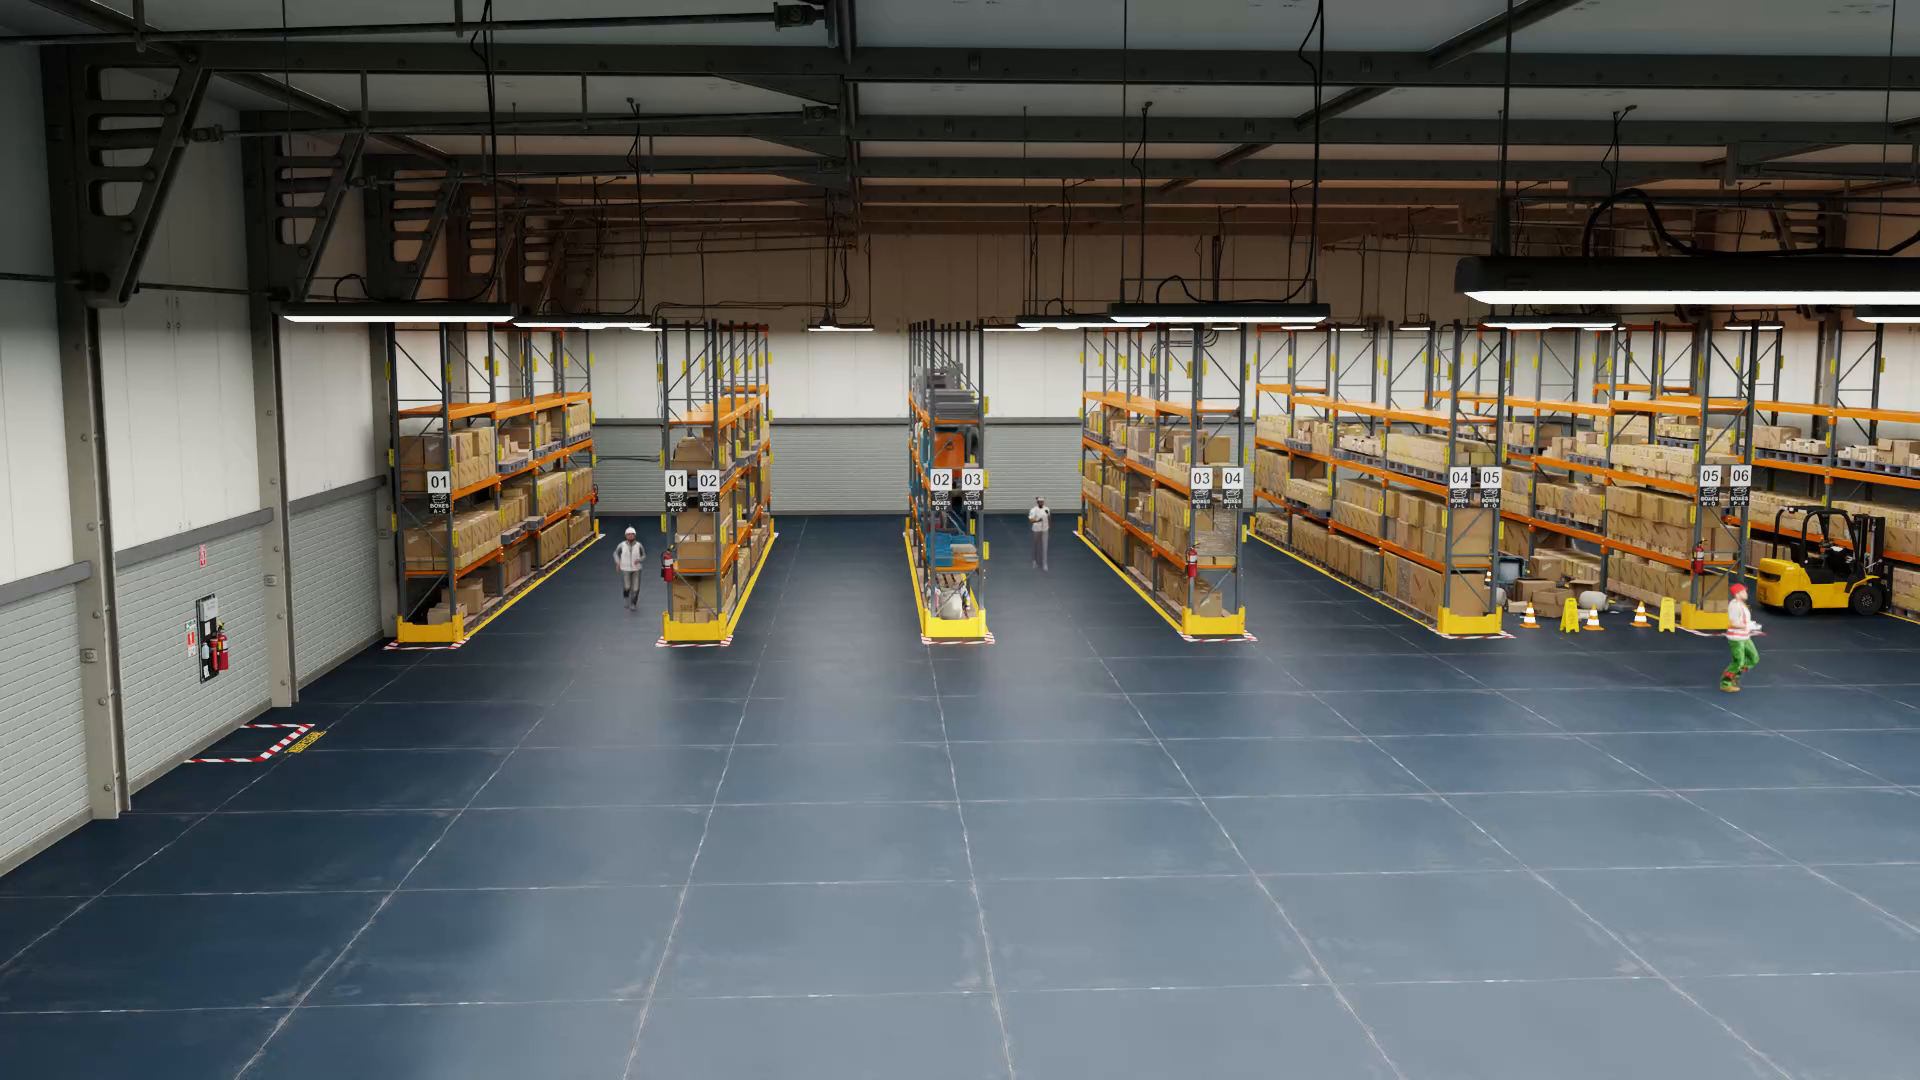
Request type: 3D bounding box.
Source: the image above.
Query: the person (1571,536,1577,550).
[{"bbox_3d":[15.565,-0.358,42.481,0.664,1.707,0.518,-1,7,-7],"label":"person"}]

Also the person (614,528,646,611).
[{"bbox_3d":[-6.806,0.615,34.375,0.651,1.730,0.590,-2,7,-15],"label":"person"}]

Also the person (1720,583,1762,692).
[{"bbox_3d":[12.485,1.573,26.514,0.612,1.759,0.639,6,9,40],"label":"person"}]

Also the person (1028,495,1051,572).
[{"bbox_3d":[1.853,-0.178,38.545,0.595,1.740,0.812,-1,7,-11],"label":"person"}]
